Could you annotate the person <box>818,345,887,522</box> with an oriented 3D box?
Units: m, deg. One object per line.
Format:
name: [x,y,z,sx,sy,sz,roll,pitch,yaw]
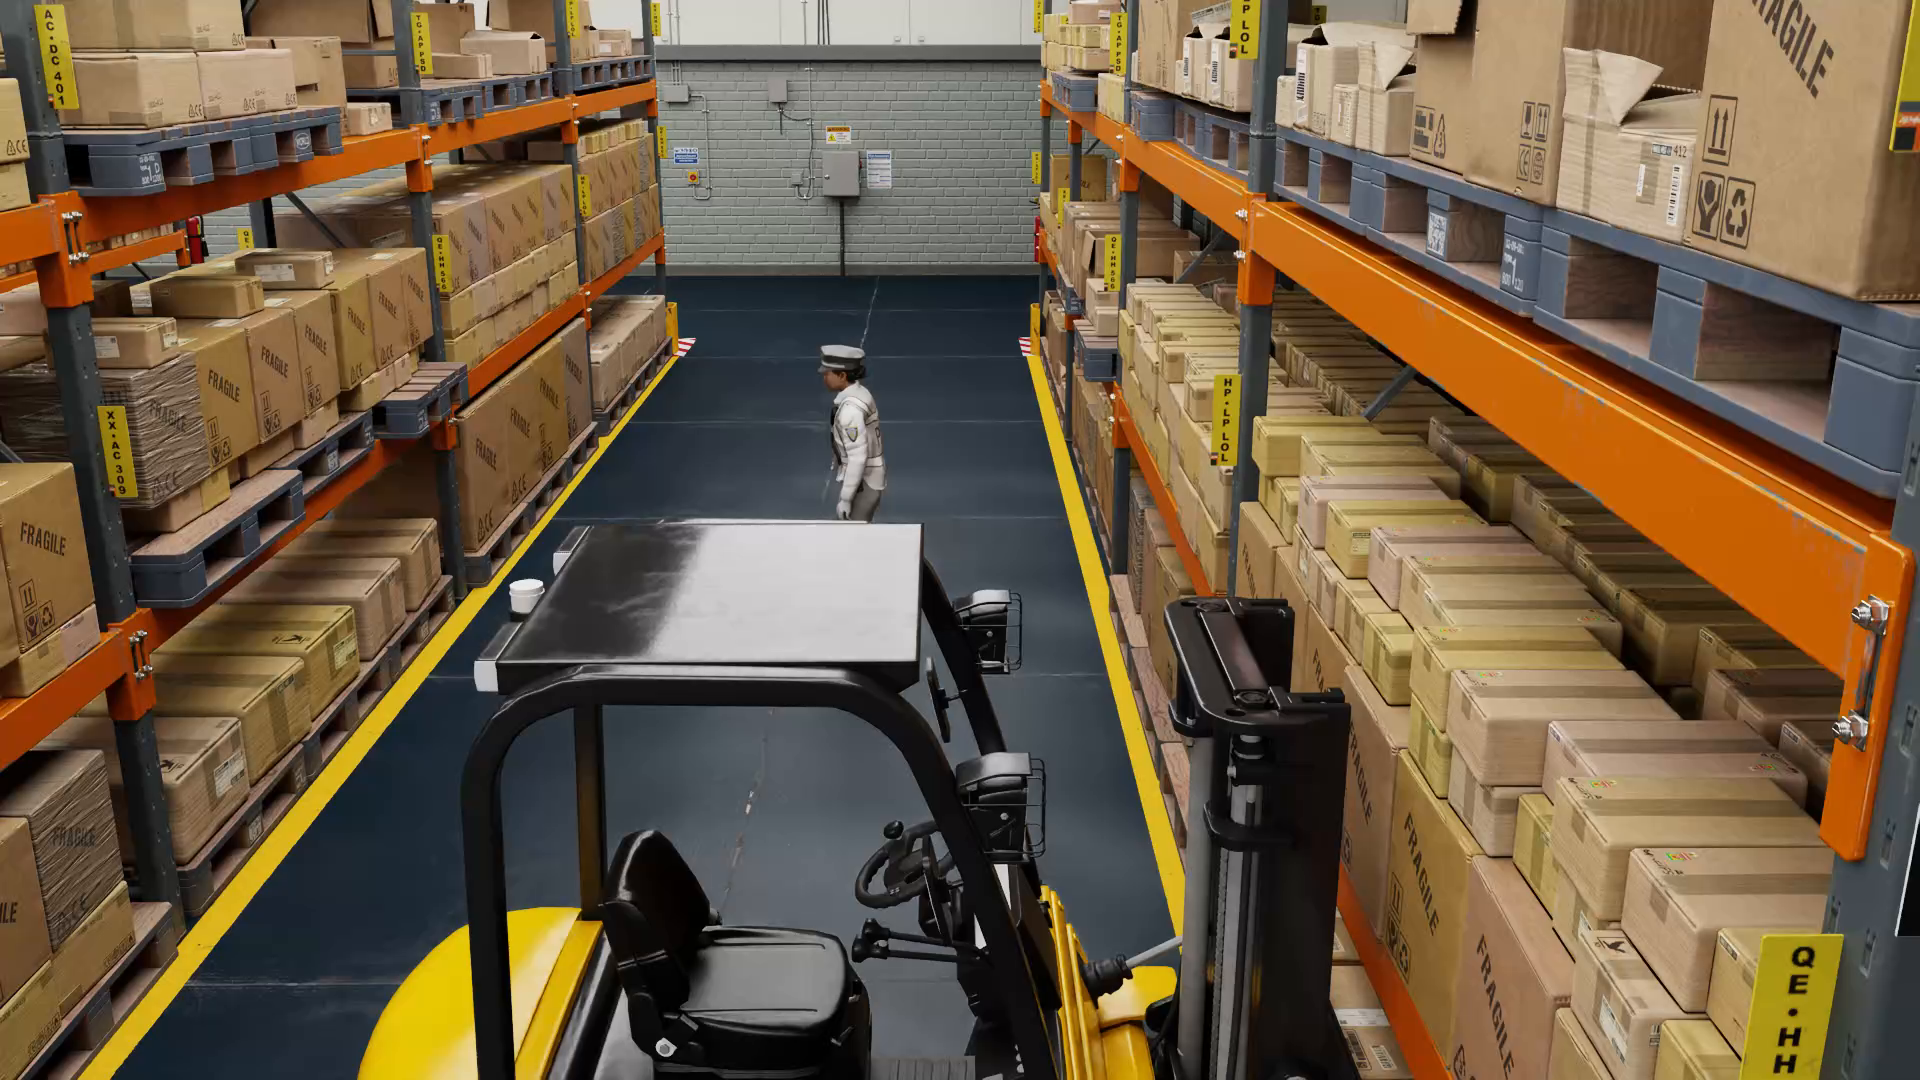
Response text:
person: [-0.601,-0.282,9.448,0.371,1.663,0.529,0,17,0]
